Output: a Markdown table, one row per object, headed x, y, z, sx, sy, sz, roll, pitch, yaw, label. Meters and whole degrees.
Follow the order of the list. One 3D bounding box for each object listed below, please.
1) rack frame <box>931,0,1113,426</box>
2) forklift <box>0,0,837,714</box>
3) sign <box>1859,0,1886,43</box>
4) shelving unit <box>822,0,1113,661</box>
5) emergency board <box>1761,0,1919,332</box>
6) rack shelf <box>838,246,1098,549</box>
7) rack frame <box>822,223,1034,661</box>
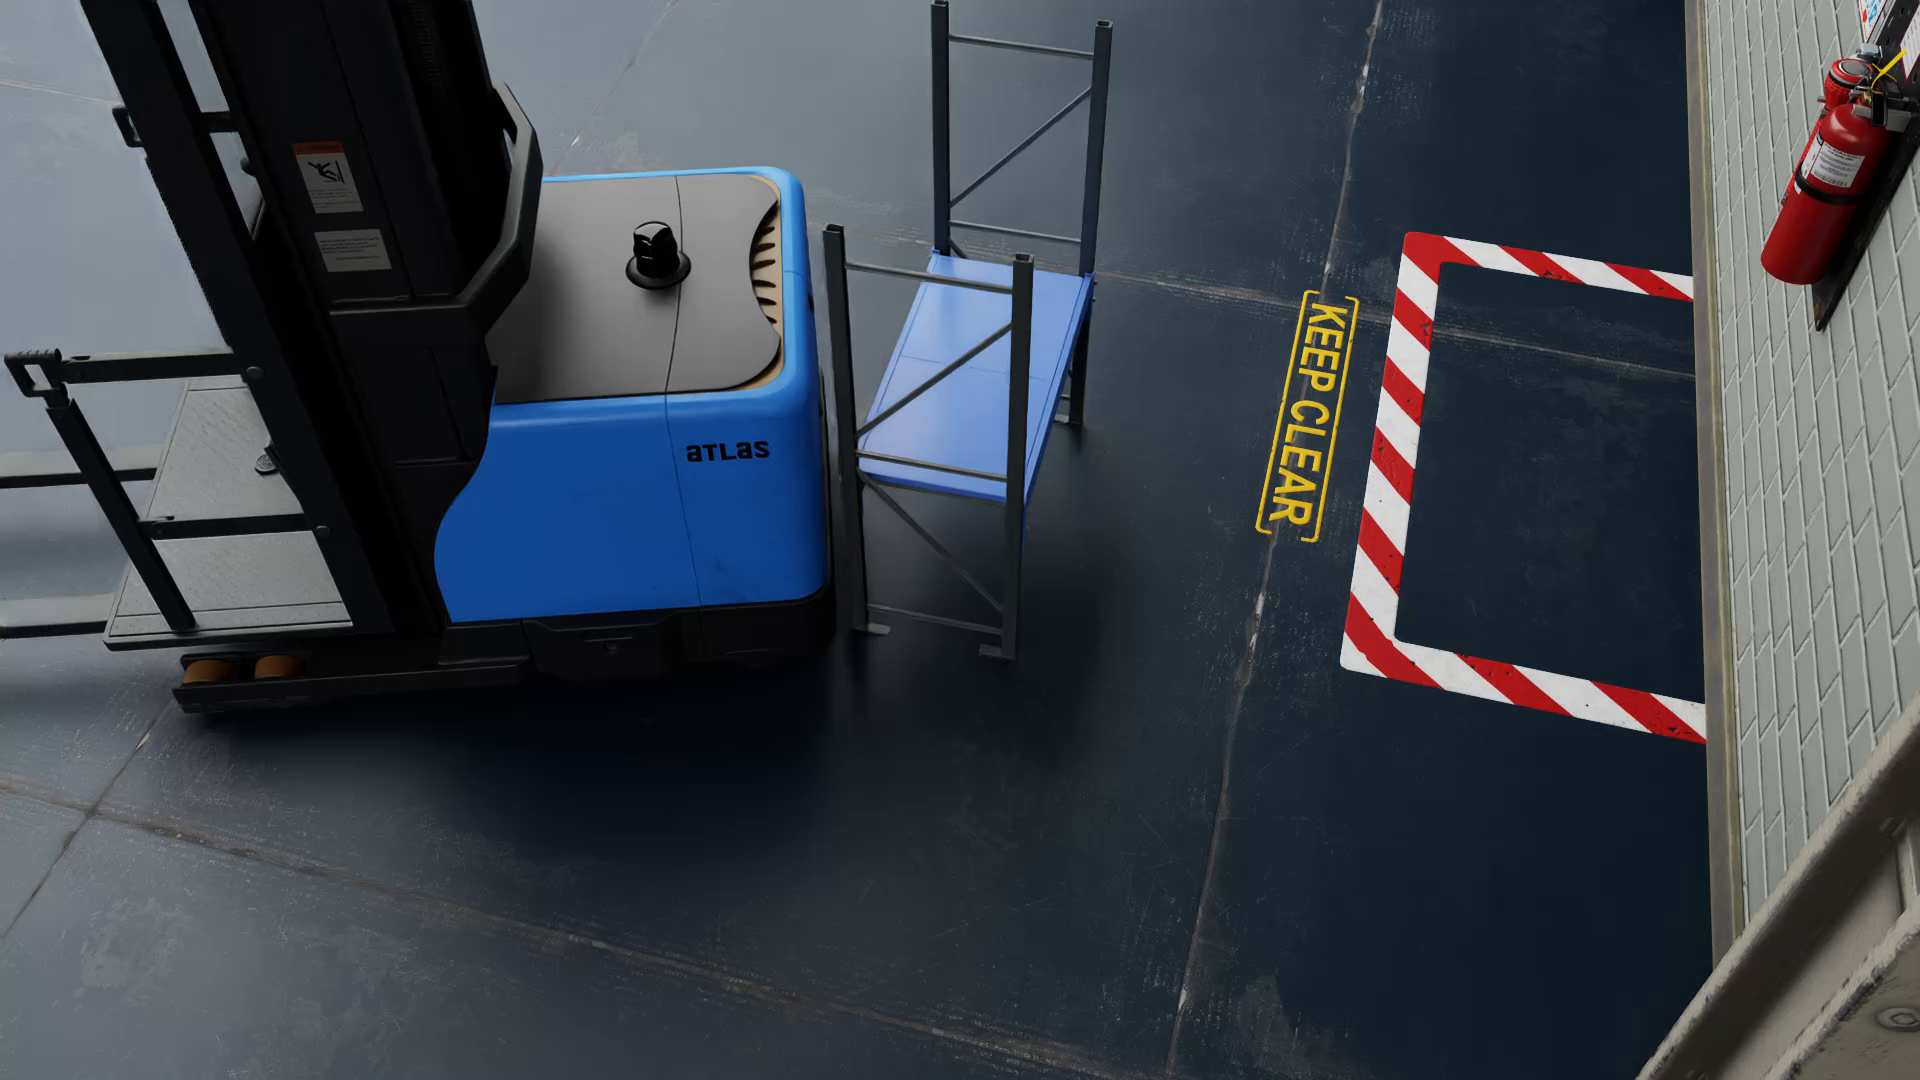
| x | y | z | sx | sy | sz | roll | pitch | yaw | label |
| --- | --- | --- | --- | --- | --- | --- | --- | --- | --- |
| 0.166 | -0.934 | 5.074 | 0.500 | 1.500 | 0.032 | 10 | 49 | 9 | rack frame |
| -1.911 | -0.887 | 4.078 | 3.031 | 2.935 | 1.130 | -4 | 49 | -3 | forklift |
| 2.574 | -1.584 | 4.624 | 0.001 | 0.329 | 0.234 | 12 | 50 | 10 | sign |
| 0.045 | -0.564 | 4.747 | 0.538 | 1.500 | 1.048 | 10 | 49 | 9 | shelving unit |
| 2.329 | -1.193 | 4.302 | 0.194 | 1.169 | 0.643 | 12 | 50 | 10 | emergency board |
| 0.045 | -0.445 | 4.882 | 0.538 | 0.185 | 1.000 | 10 | 49 | 9 | rack shelf |
| -0.076 | -0.194 | 4.421 | 0.500 | 1.500 | 0.032 | 10 | 49 | 9 | rack frame |
